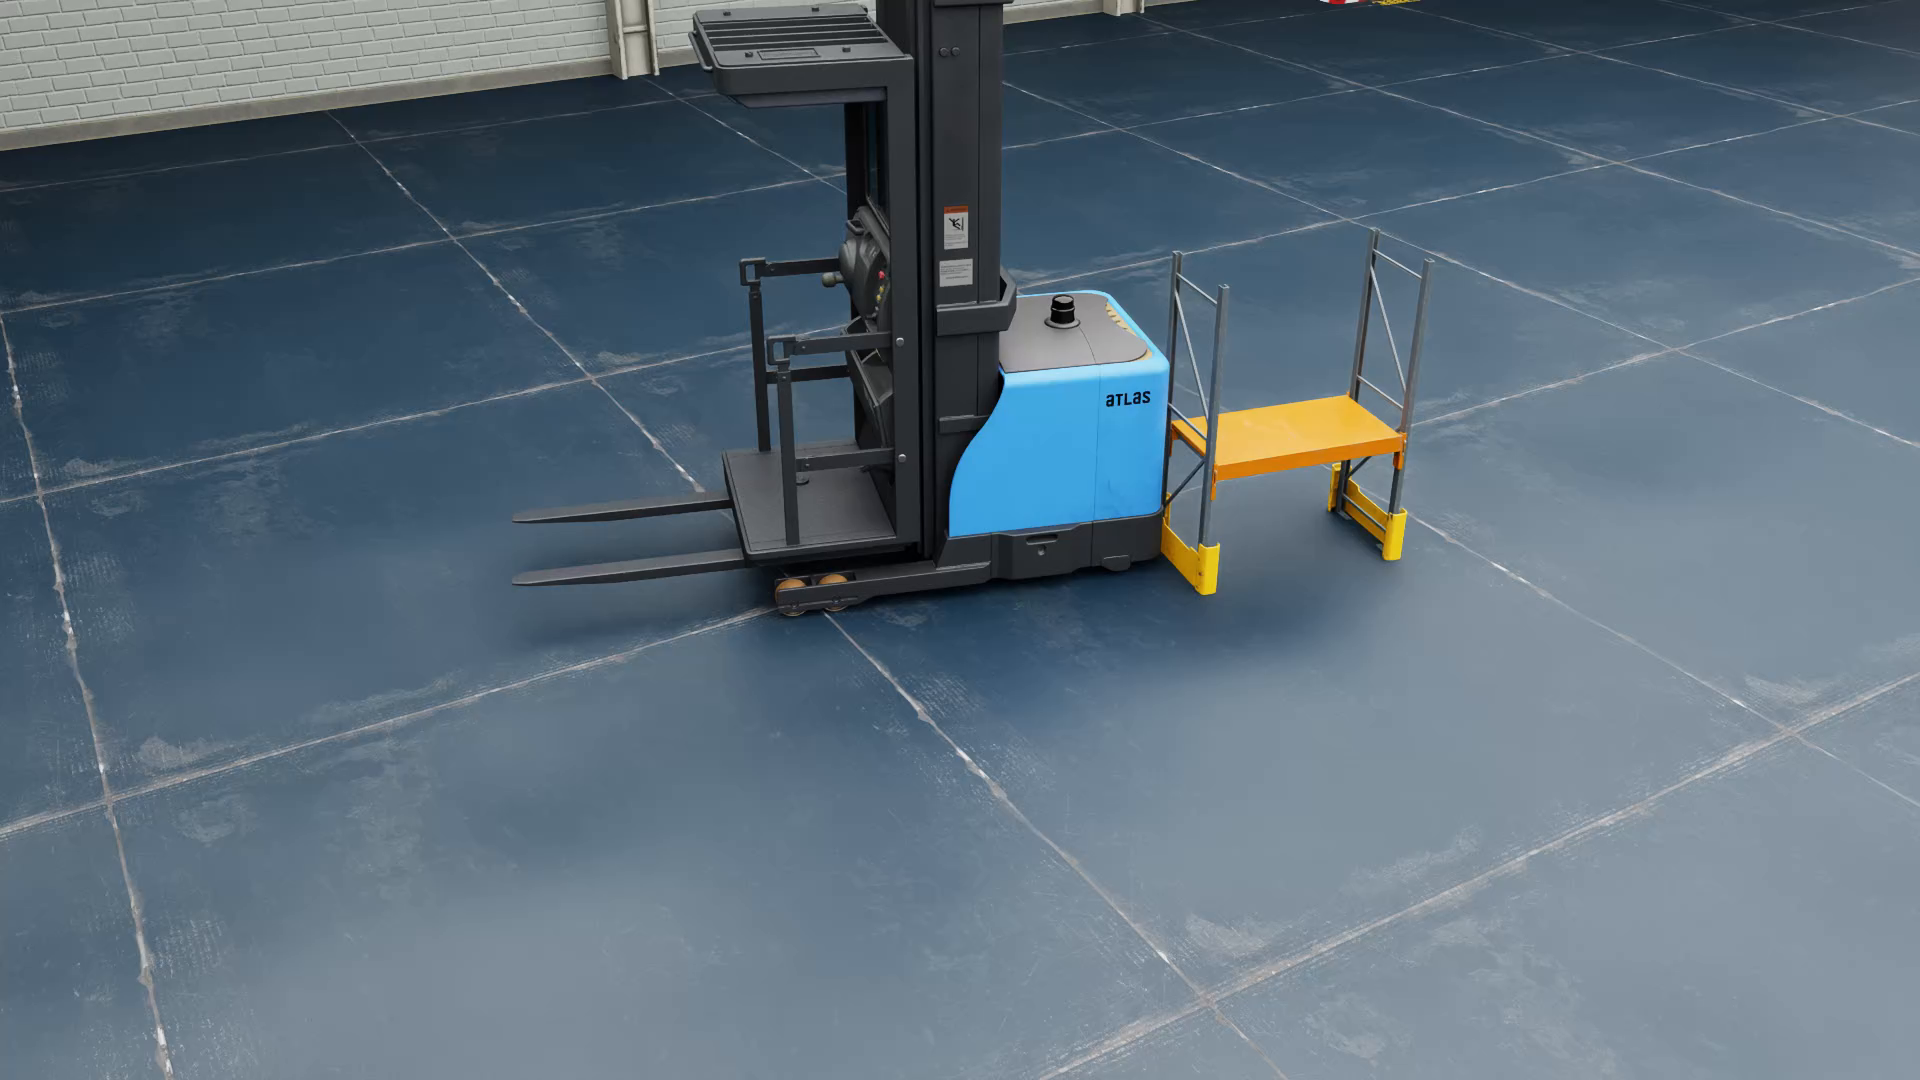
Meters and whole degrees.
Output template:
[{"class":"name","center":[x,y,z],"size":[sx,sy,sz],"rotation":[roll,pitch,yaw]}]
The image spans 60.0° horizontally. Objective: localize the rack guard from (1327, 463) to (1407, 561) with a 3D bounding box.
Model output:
[{"class":"rack guard","center":[2.015,-0.146,8.257],"size":[0.087,0.250,0.587],"rotation":[-9,30,-17]}]

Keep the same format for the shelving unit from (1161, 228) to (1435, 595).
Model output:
[{"class":"shelving unit","center":[1.544,-0.615,7.813],"size":[1.083,1.500,0.587],"rotation":[-9,30,-17]}]

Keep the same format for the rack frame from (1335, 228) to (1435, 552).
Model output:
[{"class":"rack frame","center":[2.016,-0.694,7.955],"size":[0.032,1.500,0.500],"rotation":[-9,30,-17]}]

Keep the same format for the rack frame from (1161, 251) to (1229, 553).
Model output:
[{"class":"rack frame","center":[1.055,-0.534,7.665],"size":[0.032,1.500,0.500],"rotation":[-9,30,-17]}]

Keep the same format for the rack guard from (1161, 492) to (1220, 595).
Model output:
[{"class":"rack guard","center":[1.073,0.010,7.973],"size":[0.087,0.250,0.587],"rotation":[-9,30,-17]}]

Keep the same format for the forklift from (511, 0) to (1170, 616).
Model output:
[{"class":"forklift","center":[-0.606,-1.215,7.418],"size":[3.031,2.935,1.130],"rotation":[-6,30,-12]}]

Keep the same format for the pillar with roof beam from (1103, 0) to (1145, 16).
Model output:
[{"class":"pillar with roof beam","center":[4.083,-8.316,14.006],"size":[0.400,9.000,9.100],"rotation":[-16,33,-26]}]

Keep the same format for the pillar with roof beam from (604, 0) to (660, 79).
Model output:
[{"class":"pillar with roof beam","center":[-1.090,-6.847,11.344],"size":[0.400,9.000,9.100],"rotation":[-16,33,-26]}]

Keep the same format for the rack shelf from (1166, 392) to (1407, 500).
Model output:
[{"class":"rack shelf","center":[1.536,-0.456,7.897],"size":[1.000,0.185,0.538],"rotation":[-9,30,-17]}]
